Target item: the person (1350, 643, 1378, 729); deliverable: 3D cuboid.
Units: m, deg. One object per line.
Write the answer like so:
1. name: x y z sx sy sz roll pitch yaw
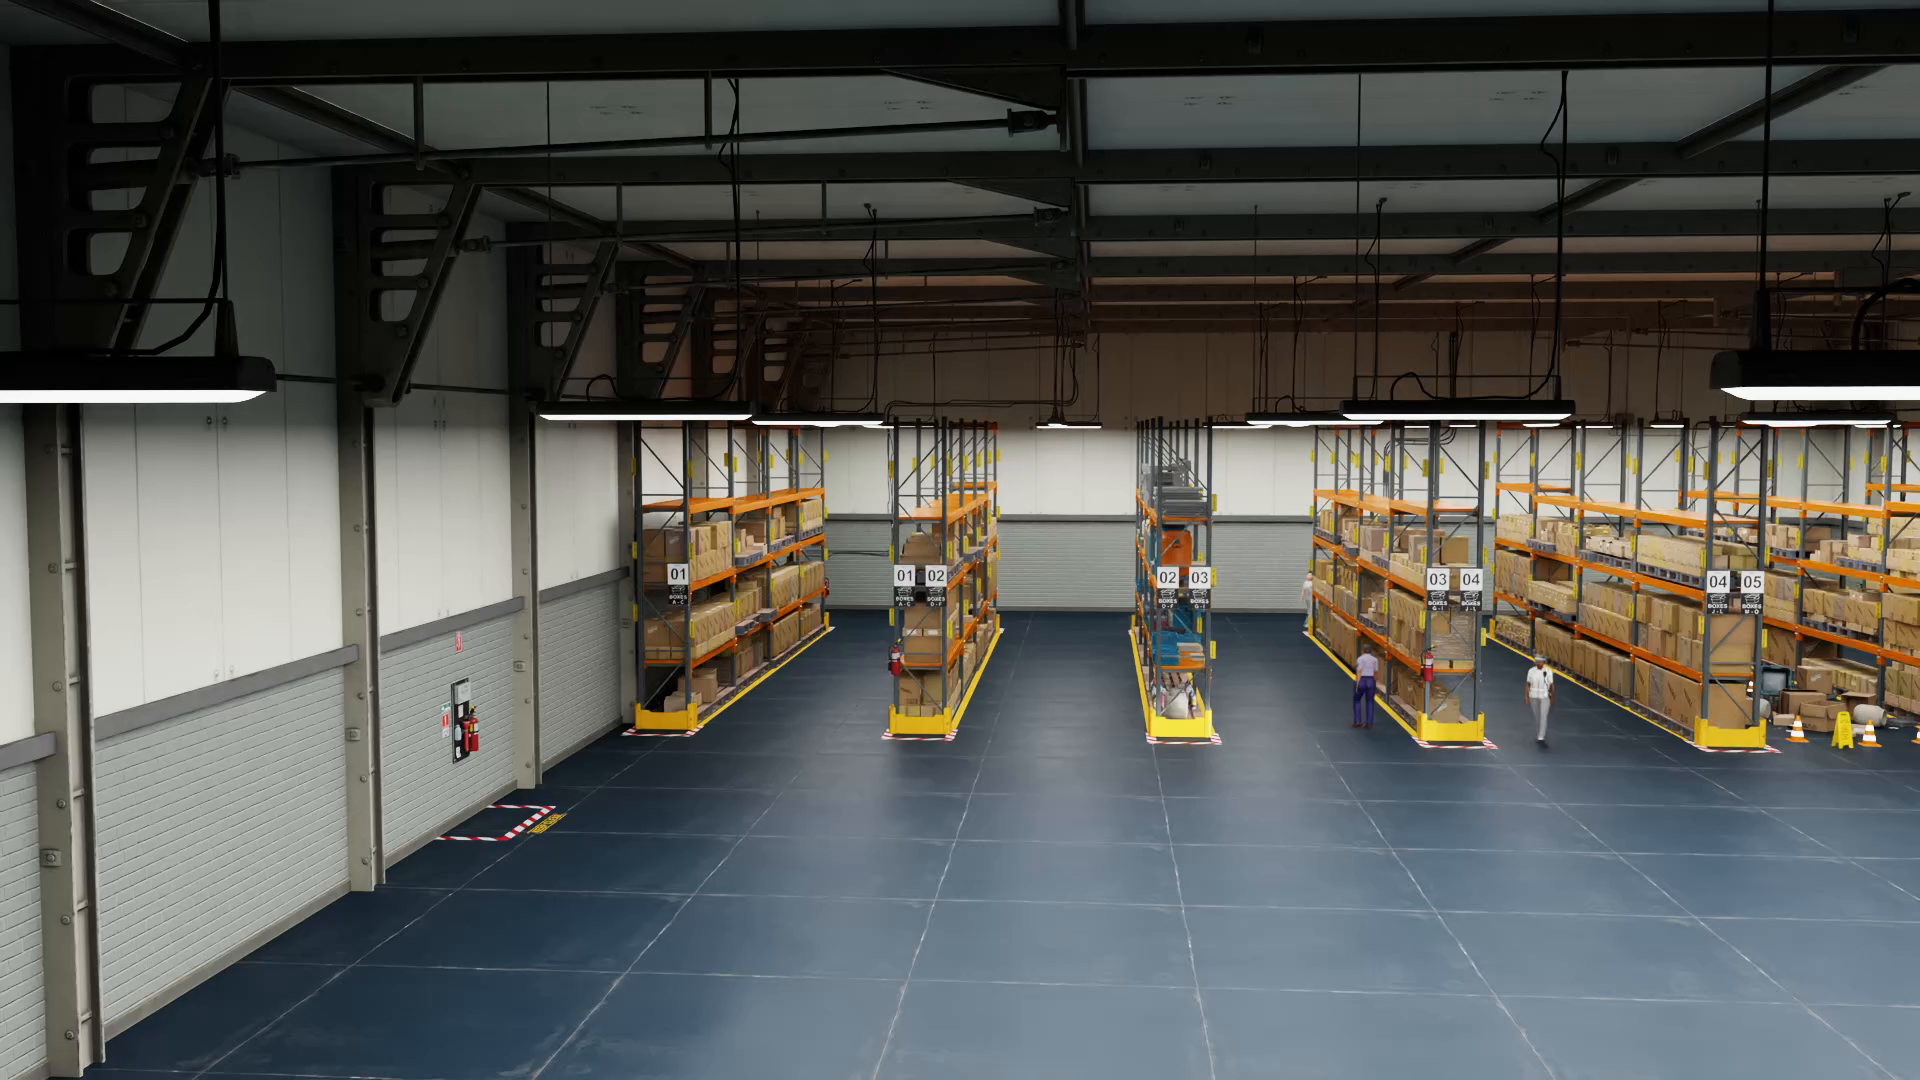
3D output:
1. person: 7.824 2.843 32.025 0.500 1.695 0.606 0 4 -1

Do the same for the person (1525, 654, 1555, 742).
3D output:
1. person: 10.606 2.897 30.489 0.492 1.628 1.012 3 5 35

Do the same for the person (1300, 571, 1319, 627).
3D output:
1. person: 10.238 1.717 48.630 0.477 1.599 1.095 3 5 40
